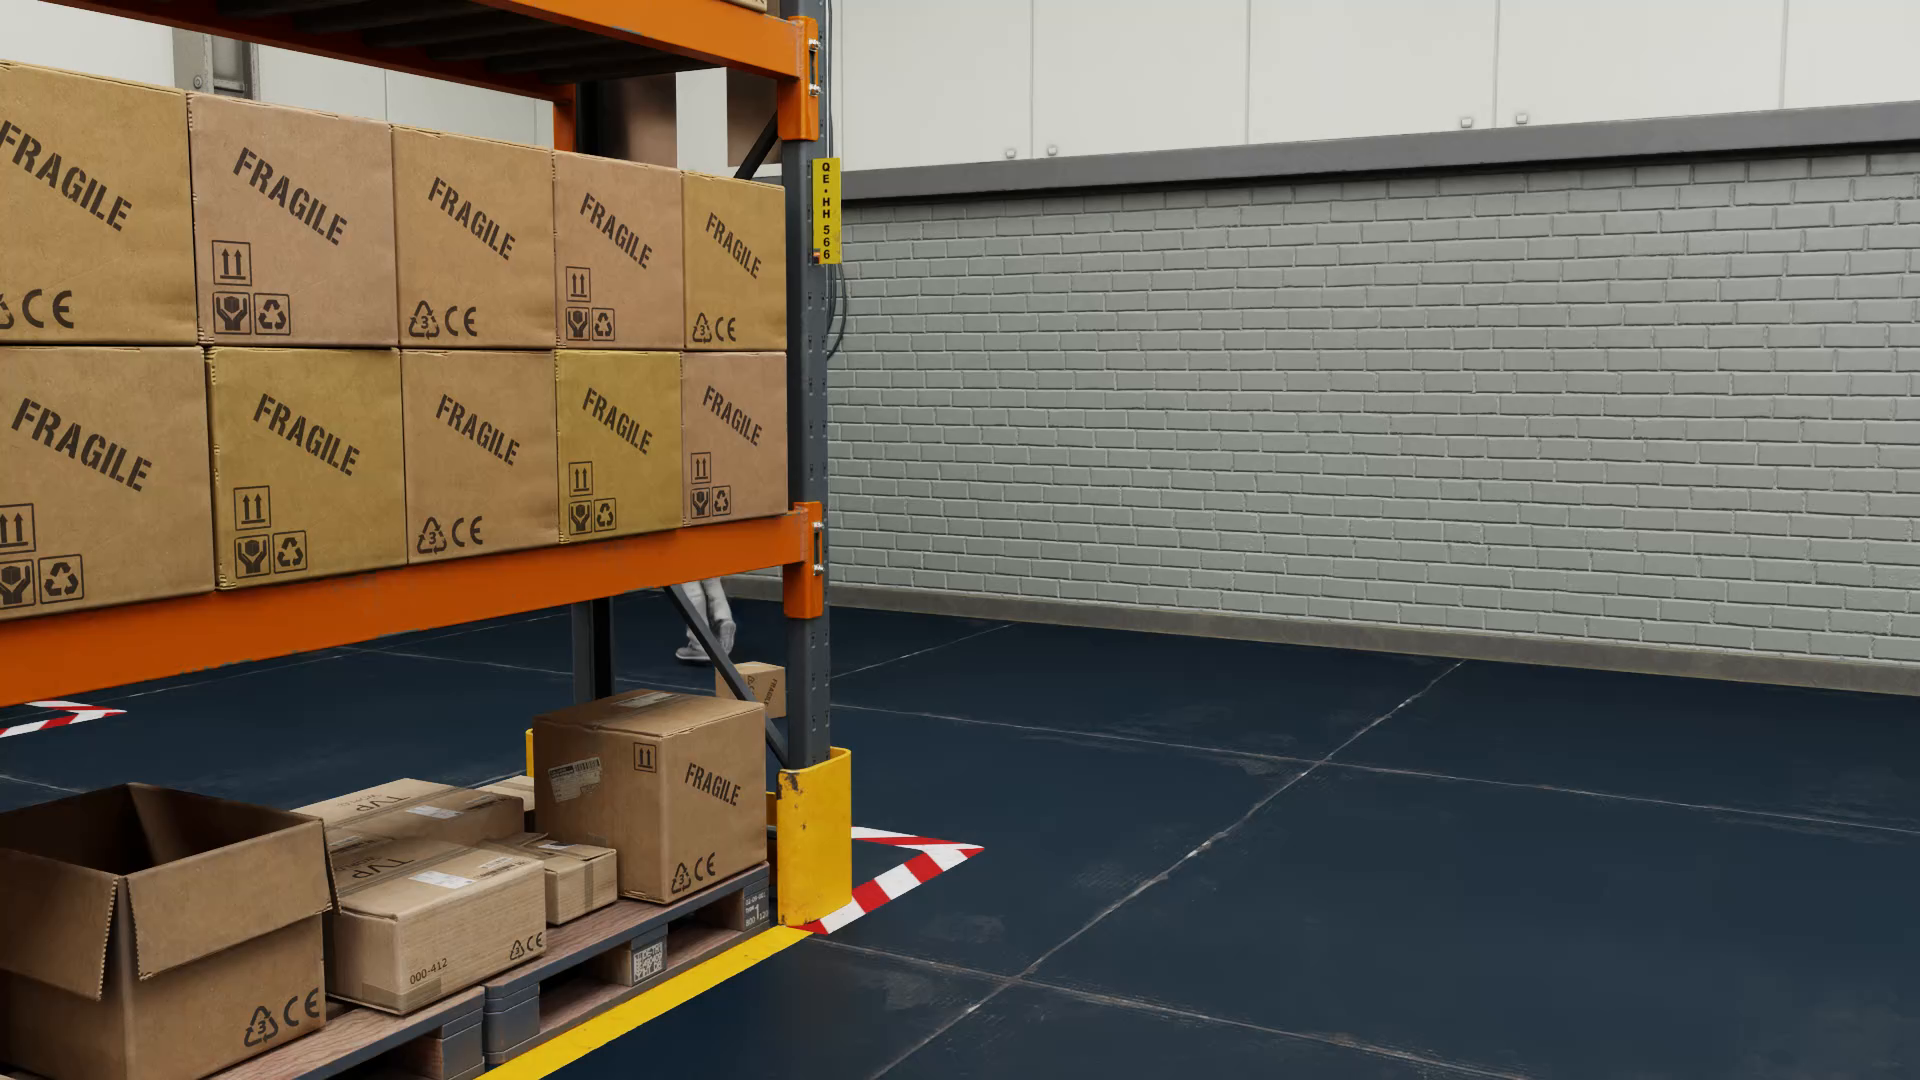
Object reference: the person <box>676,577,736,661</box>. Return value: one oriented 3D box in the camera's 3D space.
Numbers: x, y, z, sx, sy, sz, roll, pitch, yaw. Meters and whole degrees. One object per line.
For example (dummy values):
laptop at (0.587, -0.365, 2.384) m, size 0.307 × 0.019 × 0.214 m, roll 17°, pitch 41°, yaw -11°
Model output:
person at (-1.561, -0.115, 9.788) m, size 0.451 × 1.681 × 0.512 m, roll 6°, pitch 8°, yaw 43°
